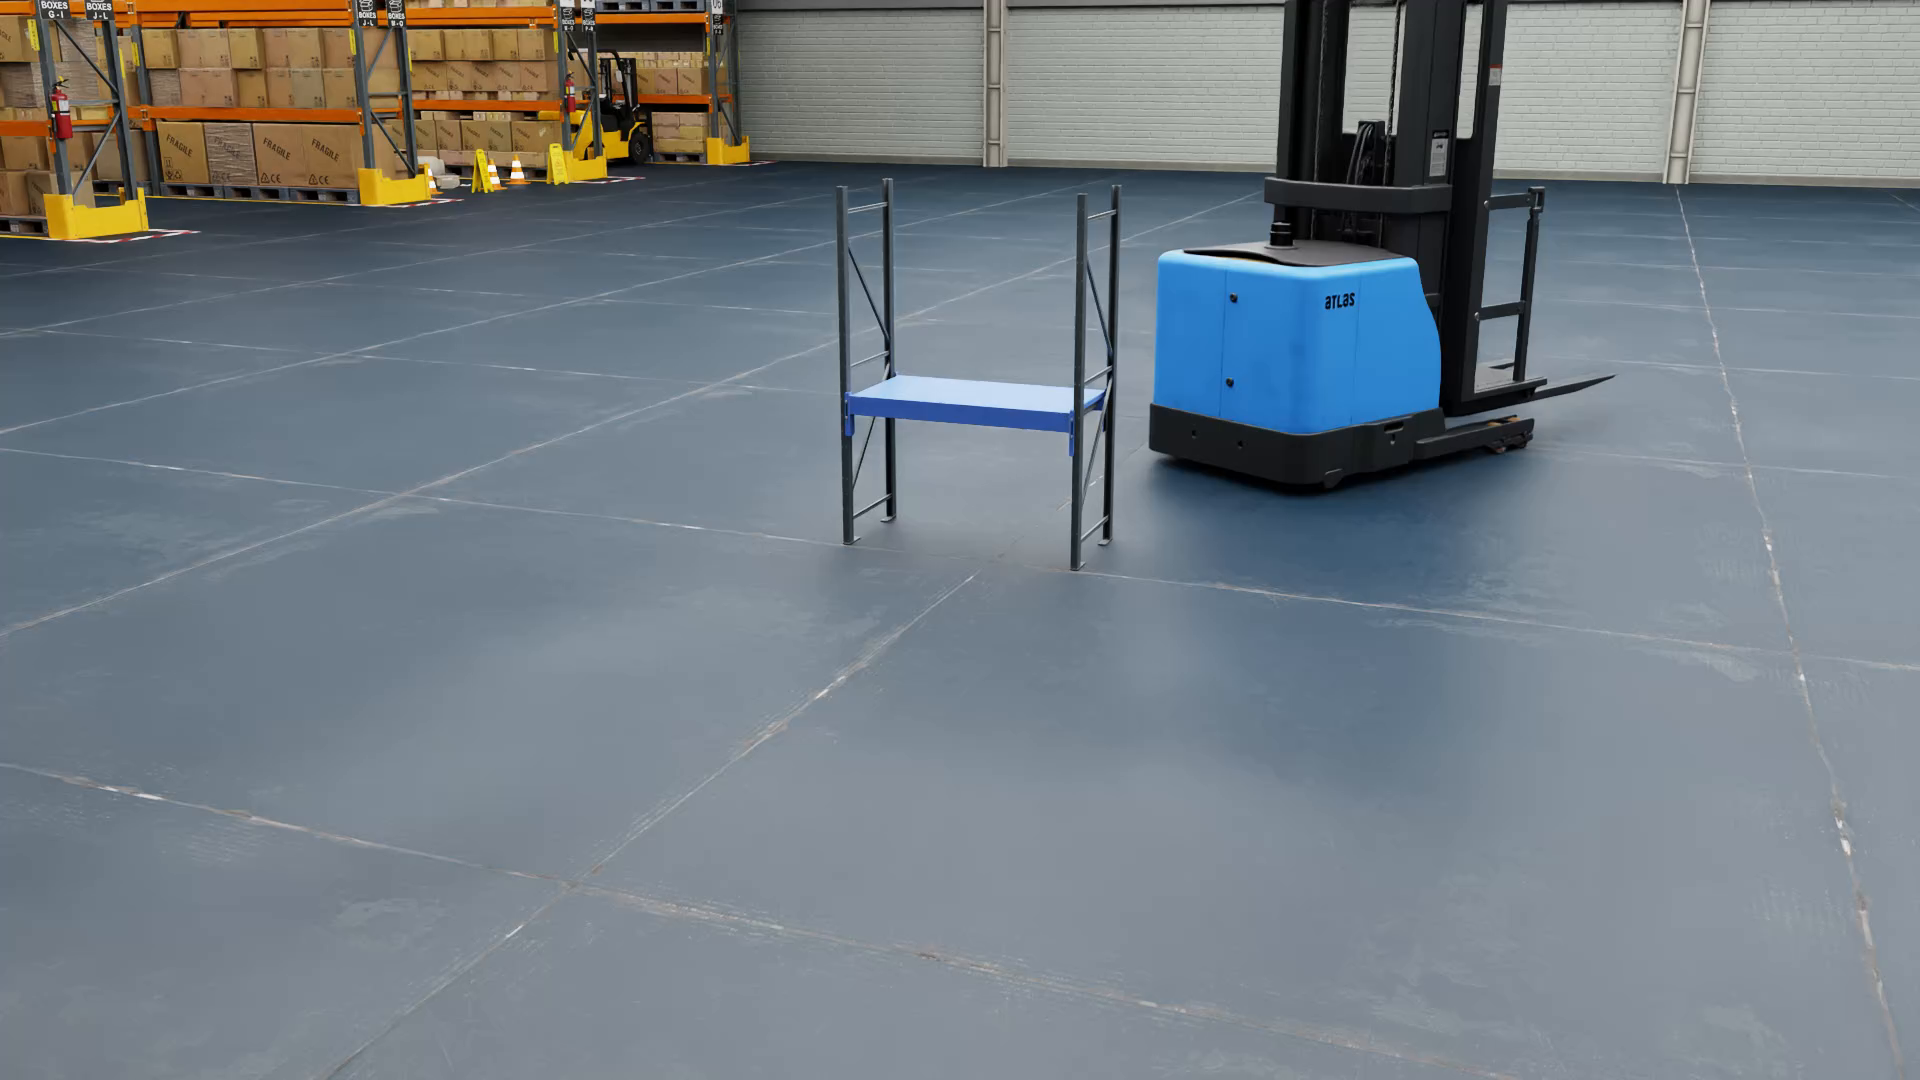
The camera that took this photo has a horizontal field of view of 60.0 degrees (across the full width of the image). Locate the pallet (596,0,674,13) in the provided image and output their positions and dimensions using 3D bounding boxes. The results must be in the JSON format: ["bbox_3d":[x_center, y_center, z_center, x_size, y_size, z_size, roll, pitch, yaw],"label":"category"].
[{"bbox_3d":[-6.373,-10.488,32.699,1.213,0.211,1.003,6,17,21],"label":"pallet"}]

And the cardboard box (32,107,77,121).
[{"bbox_3d":[-10.381,-4.884,19.066,0.250,0.149,0.380,6,17,21],"label":"cardboard box"}]

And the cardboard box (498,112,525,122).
[{"bbox_3d":[-7.611,-7.186,28.217,0.250,0.149,0.380,7,18,22],"label":"cardboard box"}]

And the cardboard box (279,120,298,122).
[{"bbox_3d":[-14.420,-8.903,36.192,0.500,0.500,0.500,6,17,19],"label":"cardboard box"}]

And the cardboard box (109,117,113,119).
[{"bbox_3d":[-16.118,-7.875,31.976,0.875,0.875,0.875,7,18,22],"label":"cardboard box"}]

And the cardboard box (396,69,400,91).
[{"bbox_3d":[-9.818,-8.082,28.918,0.500,0.500,0.500,6,17,20],"label":"cardboard box"}]

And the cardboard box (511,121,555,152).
[{"bbox_3d":[-7.245,-6.854,28.238,0.500,0.500,0.500,6,17,21],"label":"cardboard box"}]

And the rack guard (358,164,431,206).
[{"bbox_3d":[-8.104,-5.102,23.851,0.348,0.500,1.175,6,17,21],"label":"rack guard"}]

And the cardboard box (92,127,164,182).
[{"bbox_3d":[-12.458,-5.875,25.314,0.750,0.750,1.050,6,17,20],"label":"cardboard box"}]

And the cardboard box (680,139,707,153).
[{"bbox_3d":[-5.139,-7.734,32.612,0.500,0.250,0.500,6,17,21],"label":"cardboard box"}]

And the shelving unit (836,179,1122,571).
[{"bbox_3d":[0.079,-0.712,6.934,1.048,1.500,0.538,6,17,21],"label":"shelving unit"}]

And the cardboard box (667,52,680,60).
[{"bbox_3d":[-5.491,-9.408,32.323,0.250,0.149,0.380,7,17,22],"label":"cardboard box"}]

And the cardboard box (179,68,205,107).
[{"bbox_3d":[-10.980,-6.701,24.606,0.550,0.550,0.875,6,17,21],"label":"cardboard box"}]

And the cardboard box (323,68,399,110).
[{"bbox_3d":[-8.488,-6.403,23.580,0.550,0.550,0.875,6,17,21],"label":"cardboard box"}]

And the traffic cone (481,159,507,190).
[{"bbox_3d":[-7.368,-5.767,26.210,0.334,0.463,0.336,6,17,21],"label":"traffic cone"}]

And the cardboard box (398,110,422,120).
[{"bbox_3d":[-9.581,-7.402,28.961,0.250,0.149,0.380,7,17,21],"label":"cardboard box"}]

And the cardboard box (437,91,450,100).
[{"bbox_3d":[-8.763,-7.639,28.556,0.250,0.149,0.380,6,17,21],"label":"cardboard box"}]

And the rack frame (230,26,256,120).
[{"bbox_3d":[-15.749,-10.114,36.632,0.127,3.000,1.000,6,17,21],"label":"rack frame"}]

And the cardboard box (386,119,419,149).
[{"bbox_3d":[-9.675,-7.119,29.149,0.500,0.500,0.500,7,18,23],"label":"cardboard box"}]

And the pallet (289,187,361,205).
[{"bbox_3d":[-8.899,-5.027,24.111,1.213,0.211,1.003,6,17,21],"label":"pallet"}]

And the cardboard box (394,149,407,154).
[{"bbox_3d":[-9.627,-6.346,28.133,0.500,0.500,0.500,-9,18,-27],"label":"cardboard box"}]

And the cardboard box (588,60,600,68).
[{"bbox_3d":[-7.167,-9.437,32.958,0.250,0.149,0.380,6,17,20],"label":"cardboard box"}]

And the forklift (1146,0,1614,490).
[{"bbox_3d":[2.421,-1.961,8.671,3.031,2.935,1.130,-13,20,-37],"label":"forklift"}]

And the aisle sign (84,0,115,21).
[{"bbox_3d":[-9.872,-6.349,18.999,0.004,0.787,0.394,6,17,21],"label":"aisle sign"}]

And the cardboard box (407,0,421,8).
[{"bbox_3d":[-9.213,-9.159,28.411,0.250,0.149,0.380,7,18,22],"label":"cardboard box"}]

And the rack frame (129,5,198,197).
[{"bbox_3d":[-11.847,-6.714,24.920,0.127,3.000,1.000,6,17,21],"label":"rack frame"}]

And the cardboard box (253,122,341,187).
[{"bbox_3d":[-9.601,-5.628,24.236,0.875,0.875,0.875,6,17,20],"label":"cardboard box"}]

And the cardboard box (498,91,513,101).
[{"bbox_3d":[-7.588,-7.508,28.107,0.250,0.149,0.380,7,17,22],"label":"cardboard box"}]

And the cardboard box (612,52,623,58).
[{"bbox_3d":[-6.654,-9.556,32.835,0.250,0.149,0.380,6,17,21],"label":"cardboard box"}]

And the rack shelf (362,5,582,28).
[{"bbox_3d":[-8.264,-8.898,28.355,4.000,0.370,1.077,6,17,21],"label":"rack shelf"}]

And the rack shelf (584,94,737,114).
[{"bbox_3d":[-6.447,-8.746,33.209,4.000,0.370,1.077,6,17,21],"label":"rack shelf"}]

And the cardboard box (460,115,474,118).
[{"bbox_3d":[-10.216,-8.565,34.803,0.625,0.625,0.875,6,17,18],"label":"cardboard box"}]

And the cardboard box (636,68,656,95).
[{"bbox_3d":[-6.096,-9.025,32.700,0.500,0.500,0.500,6,17,20],"label":"cardboard box"}]

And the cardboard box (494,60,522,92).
[{"bbox_3d":[-7.474,-7.826,28.039,0.500,0.500,0.500,6,17,21],"label":"cardboard box"}]

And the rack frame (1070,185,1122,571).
[{"bbox_3d":[0.552,-0.660,6.755,0.032,1.500,0.500,6,17,21],"label":"rack frame"}]

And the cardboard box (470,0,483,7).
[{"bbox_3d":[-8.020,-9.021,27.937,0.250,0.149,0.380,6,17,19],"label":"cardboard box"}]

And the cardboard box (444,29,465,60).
[{"bbox_3d":[-8.353,-8.432,28.331,0.500,0.500,0.700,6,17,20],"label":"cardboard box"}]

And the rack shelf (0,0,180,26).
[{"bbox_3d":[-13.708,-8.014,25.307,4.000,0.370,1.077,6,17,21],"label":"rack shelf"}]

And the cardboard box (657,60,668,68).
[{"bbox_3d":[-5.705,-9.298,32.479,0.250,0.149,0.380,6,17,20],"label":"cardboard box"}]

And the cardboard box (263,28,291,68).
[{"bbox_3d":[-9.474,-7.068,23.935,0.550,0.550,0.875,6,17,21],"label":"cardboard box"}]

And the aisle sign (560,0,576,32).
[{"bbox_3d":[-6.453,-8.766,27.325,0.004,0.787,0.394,6,17,21],"label":"aisle sign"}]

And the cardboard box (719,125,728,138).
[{"bbox_3d":[-4.947,-8.110,33.010,0.500,0.250,0.500,7,17,22],"label":"cardboard box"}]

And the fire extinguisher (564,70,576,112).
[{"bbox_3d":[-6.467,-7.430,27.527,0.183,0.674,0.296,6,17,21],"label":"fire extinguisher"}]

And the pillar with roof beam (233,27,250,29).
[{"bbox_3d":[-17.646,-12.184,33.001,0.400,9.000,9.100,6,17,21],"label":"pillar with roof beam"}]

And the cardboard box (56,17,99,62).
[{"bbox_3d":[-10.452,-5.827,19.358,0.500,0.500,0.500,6,17,21],"label":"cardboard box"}]

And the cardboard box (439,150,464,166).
[{"bbox_3d":[-8.680,-6.654,28.891,0.500,0.250,0.500,6,17,20],"label":"cardboard box"}]

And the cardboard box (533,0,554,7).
[{"bbox_3d":[-6.839,-8.883,27.461,0.250,0.149,0.380,6,17,21],"label":"cardboard box"}]

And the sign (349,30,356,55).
[{"bbox_3d":[-8.338,-6.835,22.836,0.005,0.325,0.100,6,17,21],"label":"sign"}]

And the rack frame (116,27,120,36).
[{"bbox_3d":[-19.470,-10.523,38.042,0.127,3.000,1.000,6,17,21],"label":"rack frame"}]
